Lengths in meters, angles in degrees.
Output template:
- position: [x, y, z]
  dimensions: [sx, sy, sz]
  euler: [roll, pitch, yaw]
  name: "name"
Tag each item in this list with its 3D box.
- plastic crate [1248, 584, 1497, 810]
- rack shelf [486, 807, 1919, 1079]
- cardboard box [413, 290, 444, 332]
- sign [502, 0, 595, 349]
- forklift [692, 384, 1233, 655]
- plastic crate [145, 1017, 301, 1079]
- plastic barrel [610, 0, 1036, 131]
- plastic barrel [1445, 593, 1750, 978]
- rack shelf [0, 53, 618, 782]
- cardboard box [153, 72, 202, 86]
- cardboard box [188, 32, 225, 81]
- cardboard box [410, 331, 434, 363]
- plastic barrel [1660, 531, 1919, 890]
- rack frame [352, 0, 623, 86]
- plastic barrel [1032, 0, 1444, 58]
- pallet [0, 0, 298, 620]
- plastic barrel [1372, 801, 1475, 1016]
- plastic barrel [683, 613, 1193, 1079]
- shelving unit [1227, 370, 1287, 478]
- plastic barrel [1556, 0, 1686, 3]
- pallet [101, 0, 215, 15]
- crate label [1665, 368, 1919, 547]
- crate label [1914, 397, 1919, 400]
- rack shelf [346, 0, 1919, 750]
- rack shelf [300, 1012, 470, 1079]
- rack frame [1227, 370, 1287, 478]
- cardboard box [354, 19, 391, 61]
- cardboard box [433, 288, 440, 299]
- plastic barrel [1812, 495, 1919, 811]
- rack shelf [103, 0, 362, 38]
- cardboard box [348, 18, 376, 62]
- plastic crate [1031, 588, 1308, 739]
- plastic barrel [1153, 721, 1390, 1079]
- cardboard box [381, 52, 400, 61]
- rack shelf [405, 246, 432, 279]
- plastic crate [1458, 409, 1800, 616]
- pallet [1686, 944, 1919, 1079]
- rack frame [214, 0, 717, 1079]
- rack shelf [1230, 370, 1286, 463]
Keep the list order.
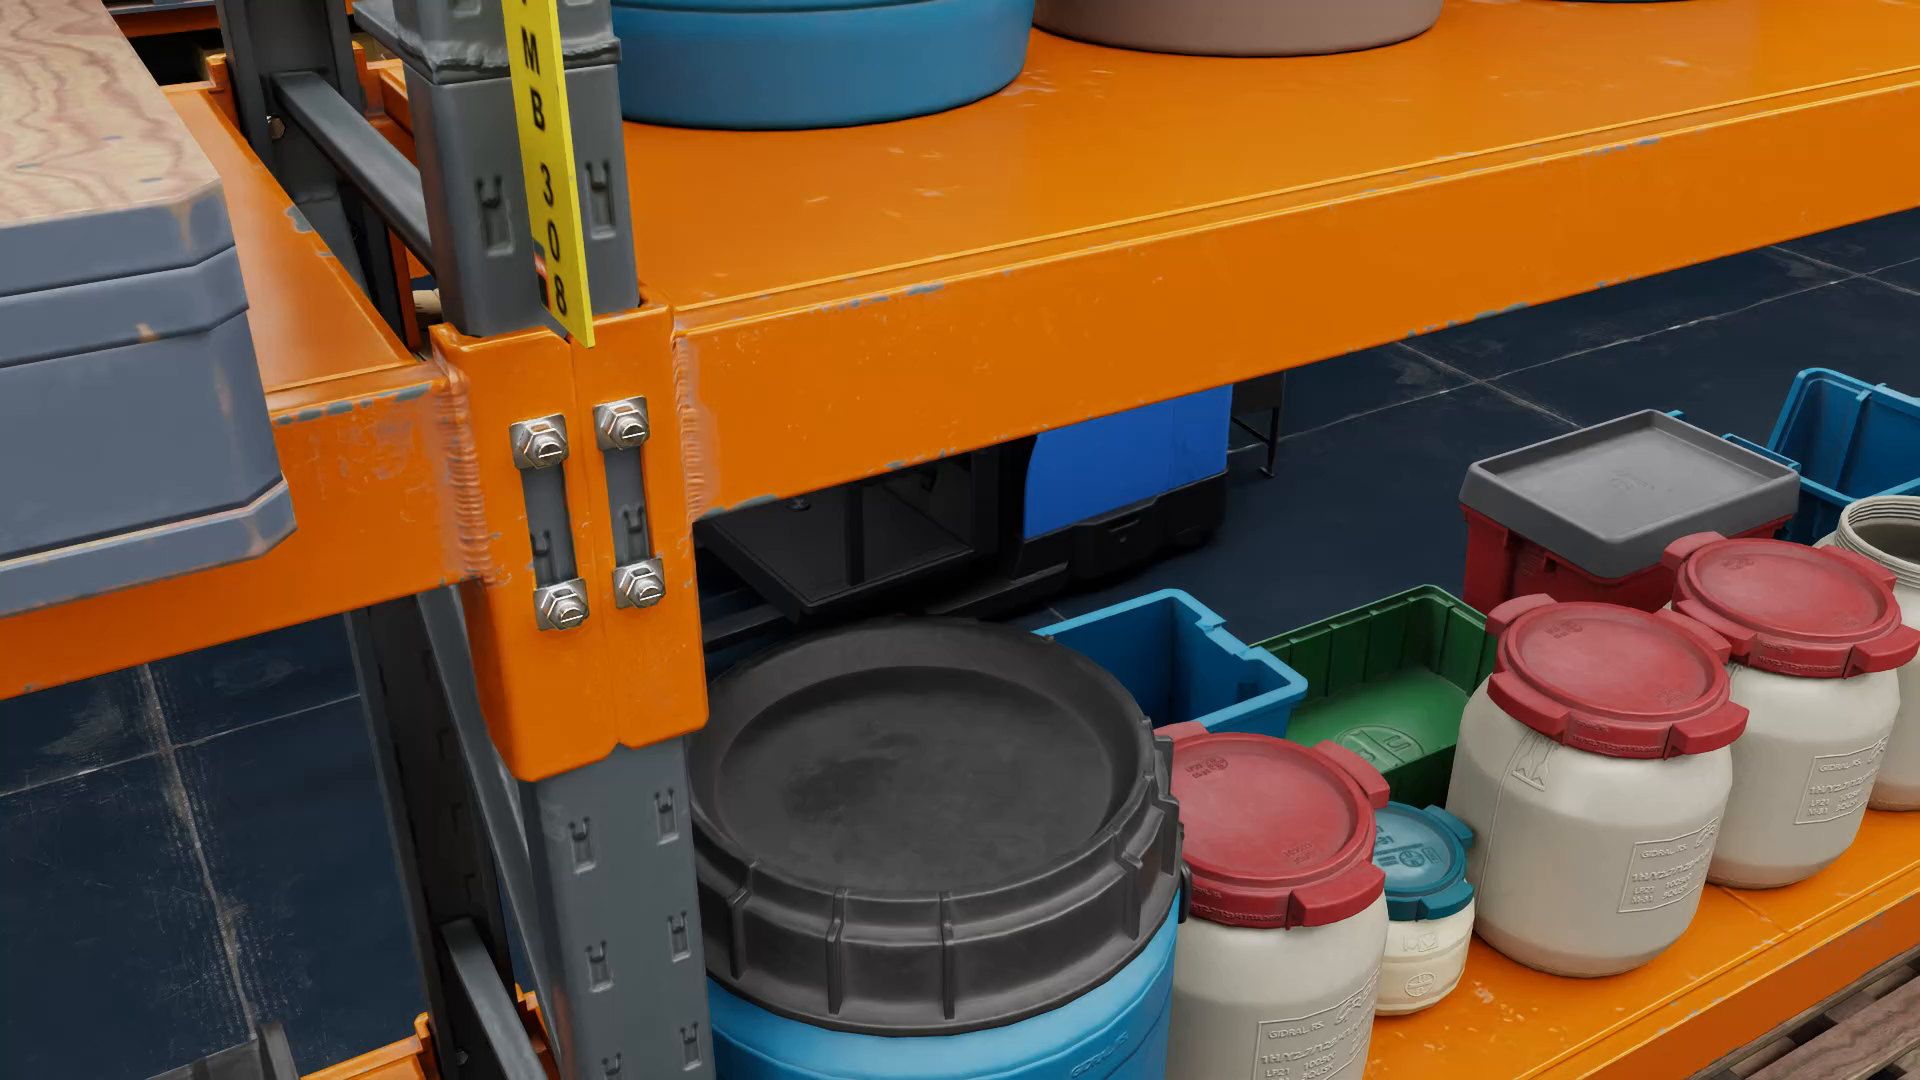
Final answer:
- position: [0.822, 0.346, 3.238]
  dimensions: [0.662, 0.188, 0.450]
  euler: [-16, 33, -26]
  name: "plastic crate"
- position: [1.188, 0.622, 3.262]
  dimensions: [4.000, 0.370, 1.077]
  euler: [-16, 33, -26]
  name: "rack shelf"
- position: [-2.394, -0.841, 7.001]
  dimensions: [0.500, 0.311, 0.500]
  euler: [-15, 32, -25]
  name: "cardboard box"
- position: [-0.268, -0.288, 1.054]
  dimensions: [0.005, 0.325, 0.100]
  euler: [-16, 33, -26]
  name: "sign"
- position: [-0.424, -1.090, 5.692]
  dimensions: [3.031, 2.935, 1.130]
  euler: [-18, 34, -30]
  name: "forklift"
- position: [-1.053, 0.899, 2.080]
  dimensions: [0.504, 0.338, 0.767]
  euler: [-16, 33, -26]
  name: "plastic crate"
- position: [-0.208, -0.951, 1.745]
  dimensions: [0.708, 0.901, 0.600]
  euler: [-16, 33, -26]
  name: "plastic barrel"
- position: [1.032, 0.415, 2.753]
  dimensions: [0.433, 0.535, 0.433]
  euler: [0, 29, 0]
  name: "plastic barrel"
- position: [-2.261, 0.288, 0.763]
  dimensions: [4.000, 0.370, 1.077]
  euler: [-16, 33, -26]
  name: "rack shelf"
- position: [-4.930, -2.615, 10.516]
  dimensions: [0.500, 0.500, 0.700]
  euler: [-15, 32, -25]
  name: "cardboard box"
- position: [-4.552, -3.053, 10.533]
  dimensions: [0.500, 0.250, 0.500]
  euler: [-17, 33, -27]
  name: "cardboard box"
- position: [-2.126, -0.611, 6.583]
  dimensions: [0.500, 0.311, 0.500]
  euler: [-16, 33, -27]
  name: "cardboard box"
- position: [1.405, 0.309, 2.945]
  dimensions: [0.433, 0.535, 0.433]
  euler: [0, 29, 0]
  name: "plastic barrel"
- position: [-0.537, -1.829, 0.752]
  dimensions: [0.127, 3.000, 1.000]
  euler: [-16, 33, -26]
  name: "rack frame"
- position: [0.356, -1.111, 2.035]
  dimensions: [0.600, 0.901, 0.600]
  euler: [0, 29, 0]
  name: "plastic barrel"
- position: [-1.109, -0.216, 1.128]
  dimensions: [1.003, 0.211, 1.213]
  euler: [-16, 33, -26]
  name: "pallet"
- position: [0.682, 0.598, 2.706]
  dimensions: [0.301, 0.262, 0.301]
  euler: [0, 29, 0]
  name: "plastic barrel"
- position: [-0.050, 0.609, 2.023]
  dimensions: [0.708, 0.901, 0.600]
  euler: [-16, 33, -26]
  name: "plastic barrel"
- position: [1.074, -1.232, 6.797]
  dimensions: [0.503, 2.100, 0.431]
  euler: [-12, 31, -23]
  name: "shelving unit"
- position: [0.920, -1.271, 2.325]
  dimensions: [0.708, 0.901, 0.600]
  euler: [-16, 33, -26]
  name: "plastic barrel"
- position: [-4.823, -3.372, 9.955]
  dimensions: [1.213, 0.211, 1.003]
  euler: [-16, 33, -26]
  name: "pallet"
- position: [1.918, -0.067, 3.730]
  dimensions: [0.616, 0.435, 0.502]
  euler: [-16, 33, -26]
  name: "crate label"
- position: [2.359, -0.162, 4.112]
  dimensions: [0.416, 0.233, 0.303]
  euler: [-16, 33, -26]
  name: "crate label"
- position: [1.188, -0.691, 2.537]
  dimensions: [4.000, 0.370, 1.077]
  euler: [-16, 33, -26]
  name: "rack shelf"
- position: [-2.261, 1.602, 1.488]
  dimensions: [4.000, 0.370, 1.077]
  euler: [-16, 33, -26]
  name: "rack shelf"
- position: [1.292, -1.280, 6.894]
  dimensions: [0.015, 2.100, 0.400]
  euler: [-12, 31, -23]
  name: "rack frame"
- position: [-3.666, -3.296, 10.974]
  dimensions: [0.500, 0.250, 0.500]
  euler: [-16, 33, -27]
  name: "cardboard box"
- position: [-1.962, -0.963, 7.220]
  dimensions: [0.500, 0.311, 0.500]
  euler: [-16, 33, -26]
  name: "cardboard box"
- position: [1.770, 0.213, 3.144]
  dimensions: [0.421, 0.512, 0.421]
  euler: [0, 29, 0]
  name: "plastic barrel"
- position: [-3.831, -3.505, 10.740]
  dimensions: [4.000, 0.370, 1.077]
  euler: [-16, 33, -26]
  name: "rack shelf"
- position: [-4.105, -3.182, 10.767]
  dimensions: [0.500, 0.250, 0.500]
  euler: [-17, 33, -28]
  name: "cardboard box"
- position: [0.257, 0.404, 2.929]
  dimensions: [0.575, 0.384, 0.392]
  euler: [-16, 33, -26]
  name: "plastic crate"
- position: [0.399, 0.595, 2.427]
  dimensions: [0.433, 0.535, 0.433]
  euler: [0, 29, 0]
  name: "plastic barrel"
- position: [-1.918, -1.621, 6.480]
  dimensions: [0.500, 0.500, 0.500]
  euler: [-13, 32, -23]
  name: "cardboard box"
- position: [-1.319, -1.442, 7.003]
  dimensions: [4.000, 0.370, 1.077]
  euler: [-16, 33, -26]
  name: "rack shelf"
- position: [1.364, 0.058, 3.474]
  dimensions: [0.583, 0.464, 0.402]
  euler: [-16, 33, -26]
  name: "plastic crate"
- position: [2.224, 1.212, 4.335]
  dimensions: [1.213, 0.211, 1.003]
  euler: [-16, 33, -26]
  name: "pallet"
- position: [-0.537, 0.797, 2.201]
  dimensions: [0.127, 3.000, 1.000]
  euler: [-16, 33, -26]
  name: "rack frame"
- position: [1.060, -0.606, 7.139]
  dimensions: [0.480, 0.518, 0.431]
  euler: [-12, 31, -23]
  name: "rack shelf"
